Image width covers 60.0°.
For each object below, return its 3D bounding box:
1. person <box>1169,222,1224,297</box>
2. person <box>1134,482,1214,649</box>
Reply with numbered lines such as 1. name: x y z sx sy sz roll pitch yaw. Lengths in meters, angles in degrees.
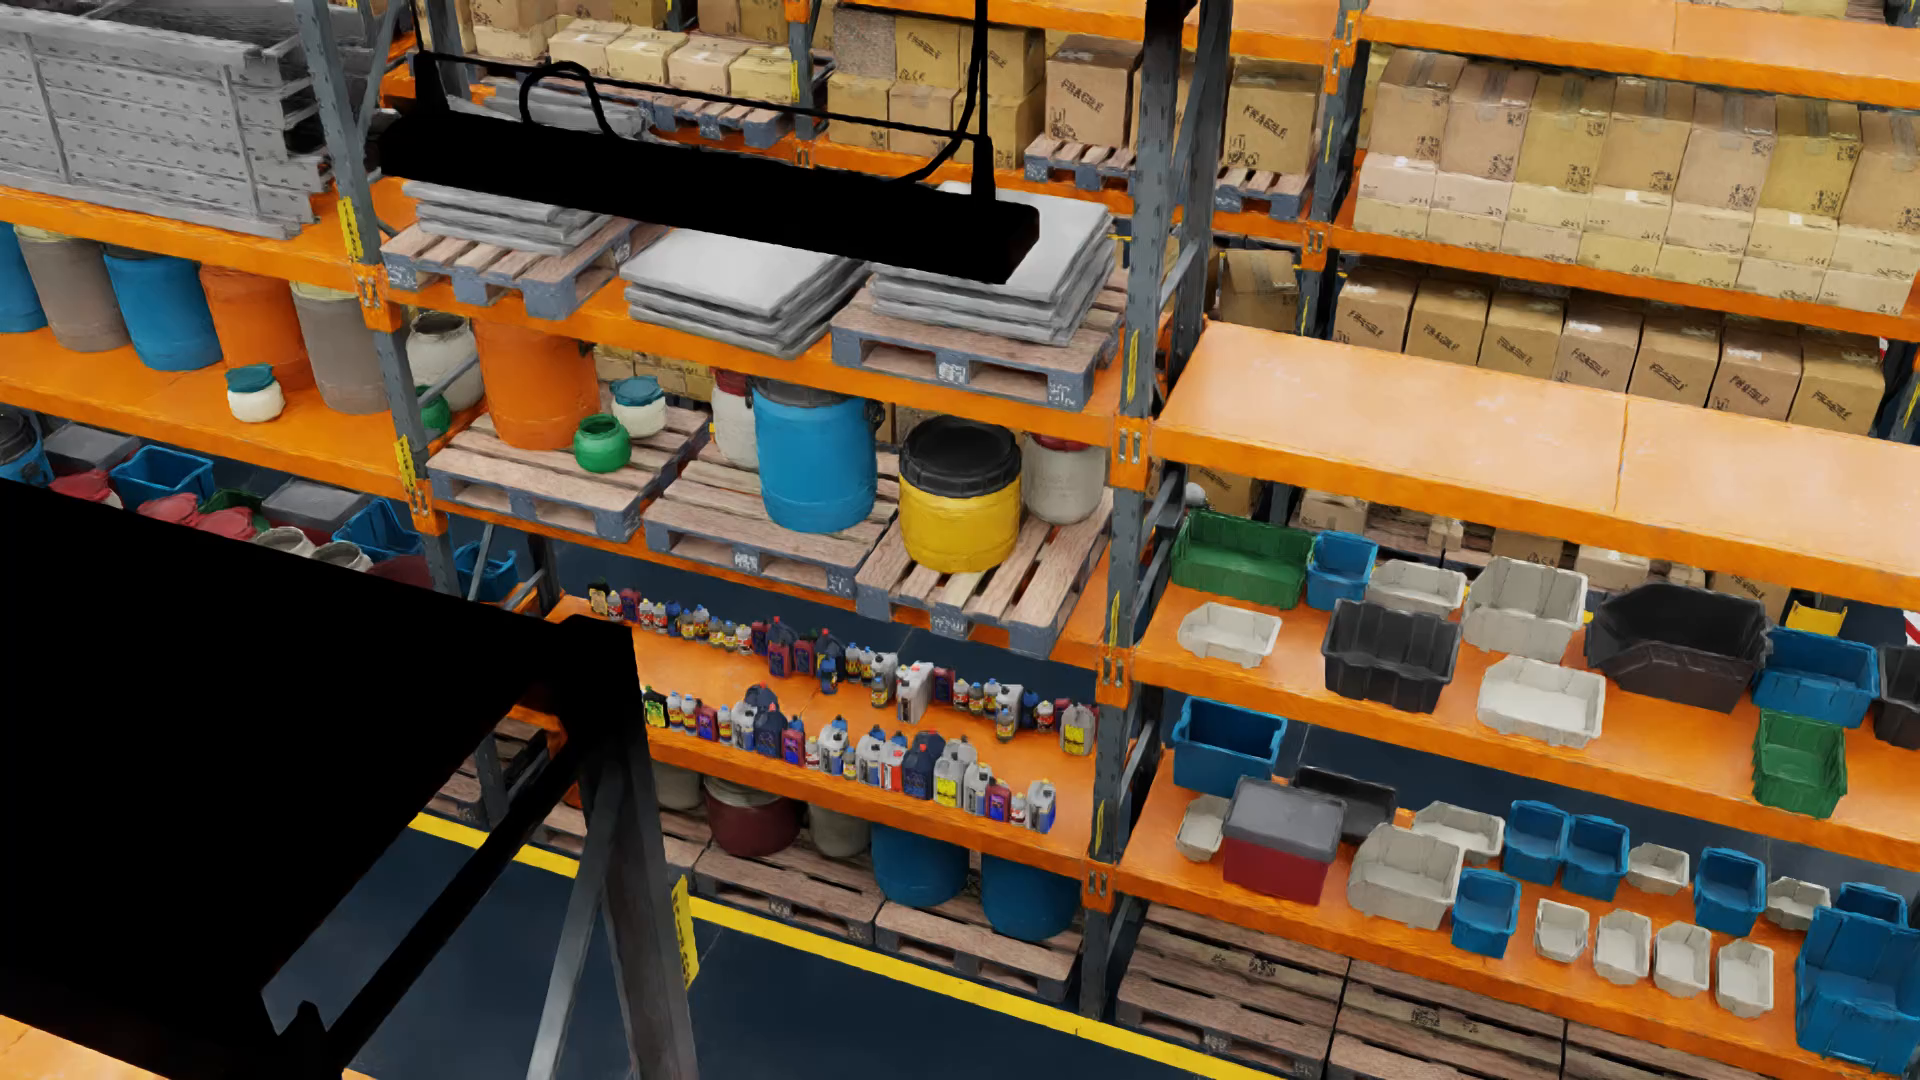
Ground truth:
1. person: 2.196 -3.131 16.180 1.111 1.682 0.583 12 38 15
2. person: 1.639 0.275 11.674 1.090 1.578 0.497 14 39 18
